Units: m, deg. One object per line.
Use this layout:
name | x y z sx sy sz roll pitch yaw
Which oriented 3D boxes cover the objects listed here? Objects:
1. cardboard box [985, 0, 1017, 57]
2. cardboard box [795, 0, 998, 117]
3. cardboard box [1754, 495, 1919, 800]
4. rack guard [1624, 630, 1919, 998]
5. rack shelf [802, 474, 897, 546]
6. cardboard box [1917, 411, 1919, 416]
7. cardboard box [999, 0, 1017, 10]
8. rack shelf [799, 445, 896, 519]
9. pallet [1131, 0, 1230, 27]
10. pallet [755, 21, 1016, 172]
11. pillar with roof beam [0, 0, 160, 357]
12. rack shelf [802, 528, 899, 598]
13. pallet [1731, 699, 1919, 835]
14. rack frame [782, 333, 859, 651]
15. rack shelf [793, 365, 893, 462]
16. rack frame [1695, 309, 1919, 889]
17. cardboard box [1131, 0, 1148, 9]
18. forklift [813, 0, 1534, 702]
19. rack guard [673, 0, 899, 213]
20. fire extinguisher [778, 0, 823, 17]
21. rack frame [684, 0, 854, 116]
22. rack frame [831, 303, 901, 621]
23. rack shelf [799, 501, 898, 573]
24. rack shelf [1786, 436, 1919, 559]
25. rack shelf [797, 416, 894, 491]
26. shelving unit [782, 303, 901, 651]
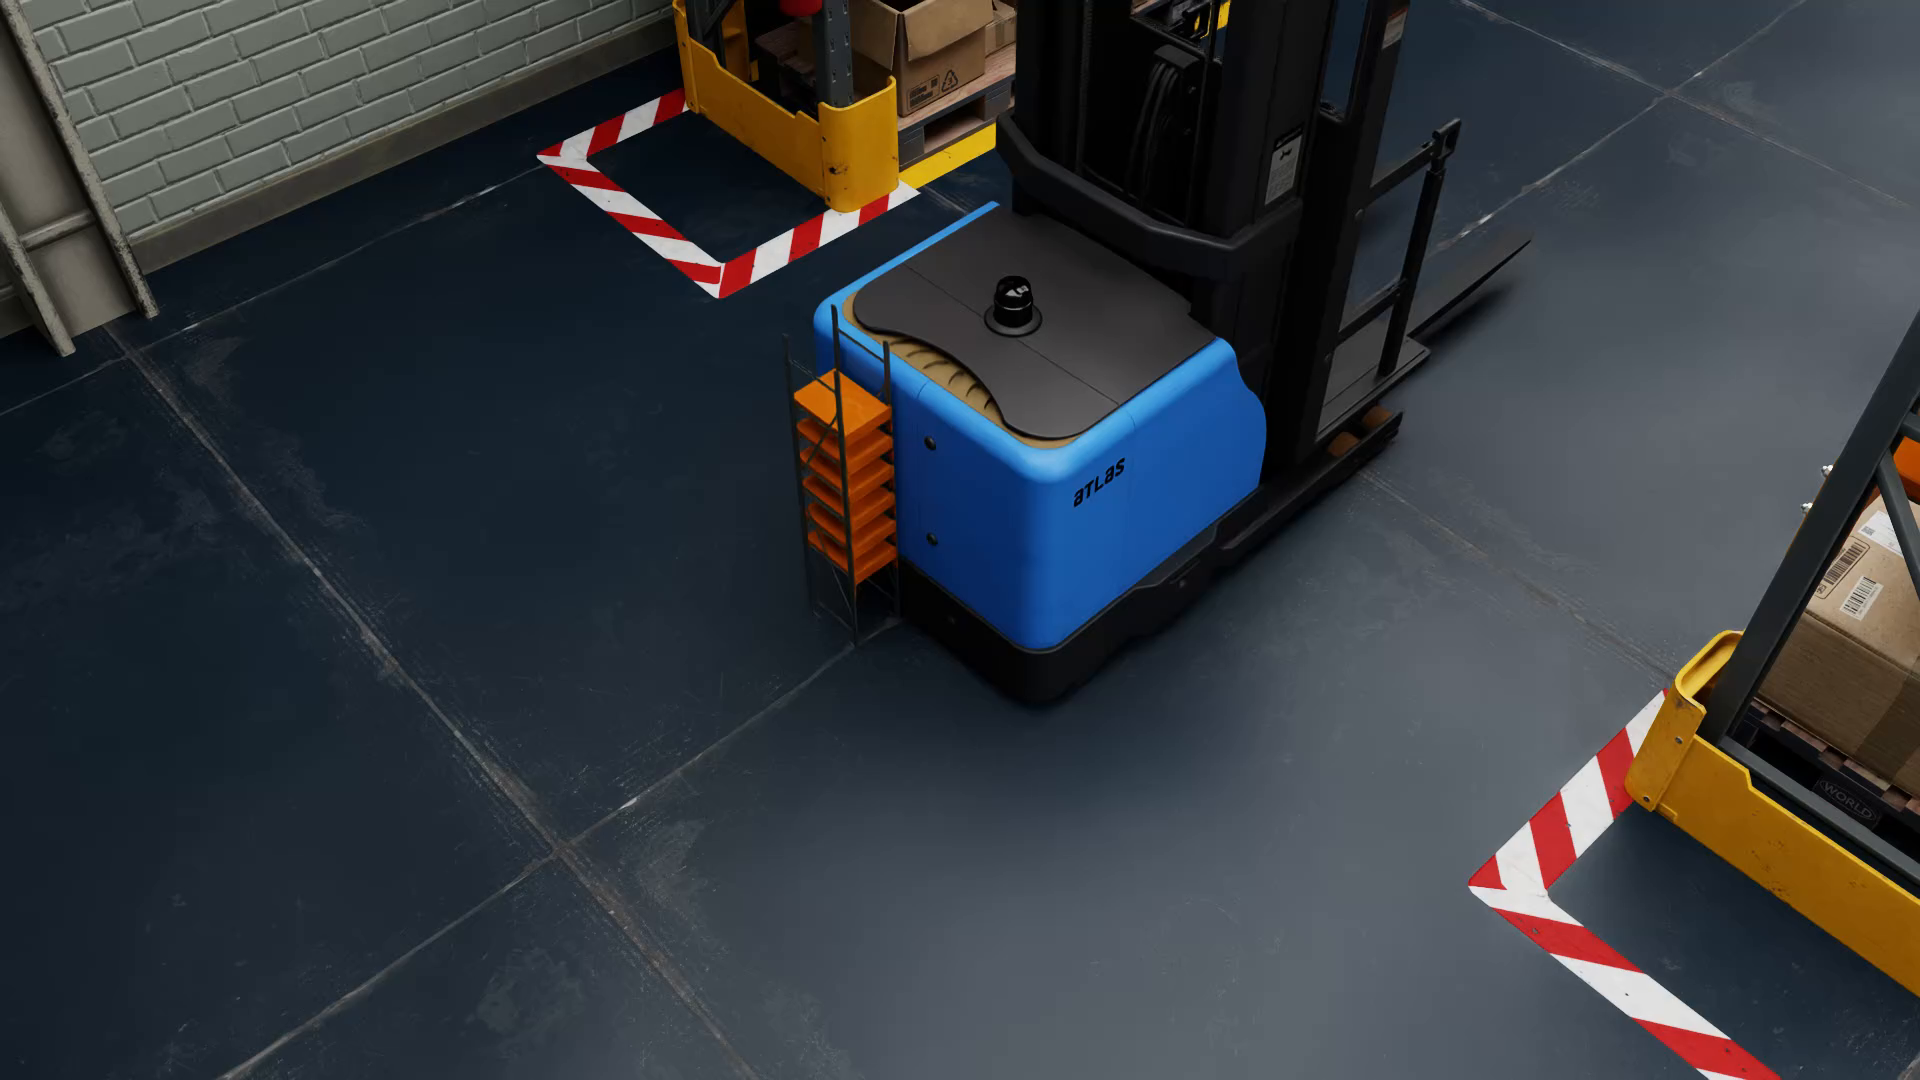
cardboard box | 0.046 -2.359 7.540 0.250 0.149 0.380 -36 57 -28
cardboard box | -0.295 -2.290 7.235 0.637 0.503 0.797 -36 57 -28
cardboard box | 2.952 0.299 4.891 0.875 0.438 0.875 -36 57 -28
rack guard | 2.513 0.813 4.660 0.348 0.500 1.175 -34 56 -27
rack shelf | -0.348 -0.126 5.111 0.180 0.103 0.258 -36 57 -28
cardboard box | 2.710 -0.463 4.068 0.500 0.500 0.500 -33 56 -27
cardboard box | 0.364 -2.691 7.607 0.500 0.500 0.700 -32 55 -26
rack shelf | -0.348 -0.208 5.023 0.180 0.103 0.258 -36 57 -28
pallet | 0.737 -2.830 8.218 1.213 0.211 1.003 -34 56 -27
pallet | -0.166 -2.230 7.664 1.213 0.211 1.003 -34 56 -27
pillar with roof beam | -0.516 -1.594 1.098 0.400 9.000 9.100 -34 56 -27
rack shelf | -0.348 0.036 5.287 0.180 0.103 0.258 -36 57 -28
pallet | 3.070 0.461 5.181 1.213 0.211 1.003 -34 56 -27
rack frame | -0.414 -0.110 5.035 0.006 1.200 0.240 -36 57 -28
rack shelf | -0.348 -0.371 4.846 0.180 0.103 0.258 -36 57 -28
rack frame | 2.531 -0.046 3.752 0.127 3.000 1.000 -34 56 -27
cardboard box | 0.822 -2.898 7.798 0.500 0.500 0.500 -33 55 -27
forklift | 0.953 -1.461 5.104 3.031 2.935 1.130 -36 57 -28
rack guard | -0.755 -1.934 7.194 0.348 0.500 1.175 -34 56 -27
fire extinguisher | -0.609 -2.267 6.107 0.183 0.674 0.296 -34 56 -27
rack frame | -0.811 -2.744 6.241 0.127 3.000 1.000 -34 56 -27
rack frame | -0.283 -0.204 5.121 0.006 1.200 0.240 -36 57 -28
rack shelf | -0.348 -0.045 5.199 0.180 0.103 0.258 -36 57 -28
rack shelf | 4.011 -0.791 4.929 4.000 0.370 1.077 -34 56 -27
rack shelf | -0.348 -0.289 4.934 0.180 0.103 0.258 -36 57 -28
shelving unit | -0.348 -0.157 5.078 0.189 1.200 0.258 -36 57 -28
